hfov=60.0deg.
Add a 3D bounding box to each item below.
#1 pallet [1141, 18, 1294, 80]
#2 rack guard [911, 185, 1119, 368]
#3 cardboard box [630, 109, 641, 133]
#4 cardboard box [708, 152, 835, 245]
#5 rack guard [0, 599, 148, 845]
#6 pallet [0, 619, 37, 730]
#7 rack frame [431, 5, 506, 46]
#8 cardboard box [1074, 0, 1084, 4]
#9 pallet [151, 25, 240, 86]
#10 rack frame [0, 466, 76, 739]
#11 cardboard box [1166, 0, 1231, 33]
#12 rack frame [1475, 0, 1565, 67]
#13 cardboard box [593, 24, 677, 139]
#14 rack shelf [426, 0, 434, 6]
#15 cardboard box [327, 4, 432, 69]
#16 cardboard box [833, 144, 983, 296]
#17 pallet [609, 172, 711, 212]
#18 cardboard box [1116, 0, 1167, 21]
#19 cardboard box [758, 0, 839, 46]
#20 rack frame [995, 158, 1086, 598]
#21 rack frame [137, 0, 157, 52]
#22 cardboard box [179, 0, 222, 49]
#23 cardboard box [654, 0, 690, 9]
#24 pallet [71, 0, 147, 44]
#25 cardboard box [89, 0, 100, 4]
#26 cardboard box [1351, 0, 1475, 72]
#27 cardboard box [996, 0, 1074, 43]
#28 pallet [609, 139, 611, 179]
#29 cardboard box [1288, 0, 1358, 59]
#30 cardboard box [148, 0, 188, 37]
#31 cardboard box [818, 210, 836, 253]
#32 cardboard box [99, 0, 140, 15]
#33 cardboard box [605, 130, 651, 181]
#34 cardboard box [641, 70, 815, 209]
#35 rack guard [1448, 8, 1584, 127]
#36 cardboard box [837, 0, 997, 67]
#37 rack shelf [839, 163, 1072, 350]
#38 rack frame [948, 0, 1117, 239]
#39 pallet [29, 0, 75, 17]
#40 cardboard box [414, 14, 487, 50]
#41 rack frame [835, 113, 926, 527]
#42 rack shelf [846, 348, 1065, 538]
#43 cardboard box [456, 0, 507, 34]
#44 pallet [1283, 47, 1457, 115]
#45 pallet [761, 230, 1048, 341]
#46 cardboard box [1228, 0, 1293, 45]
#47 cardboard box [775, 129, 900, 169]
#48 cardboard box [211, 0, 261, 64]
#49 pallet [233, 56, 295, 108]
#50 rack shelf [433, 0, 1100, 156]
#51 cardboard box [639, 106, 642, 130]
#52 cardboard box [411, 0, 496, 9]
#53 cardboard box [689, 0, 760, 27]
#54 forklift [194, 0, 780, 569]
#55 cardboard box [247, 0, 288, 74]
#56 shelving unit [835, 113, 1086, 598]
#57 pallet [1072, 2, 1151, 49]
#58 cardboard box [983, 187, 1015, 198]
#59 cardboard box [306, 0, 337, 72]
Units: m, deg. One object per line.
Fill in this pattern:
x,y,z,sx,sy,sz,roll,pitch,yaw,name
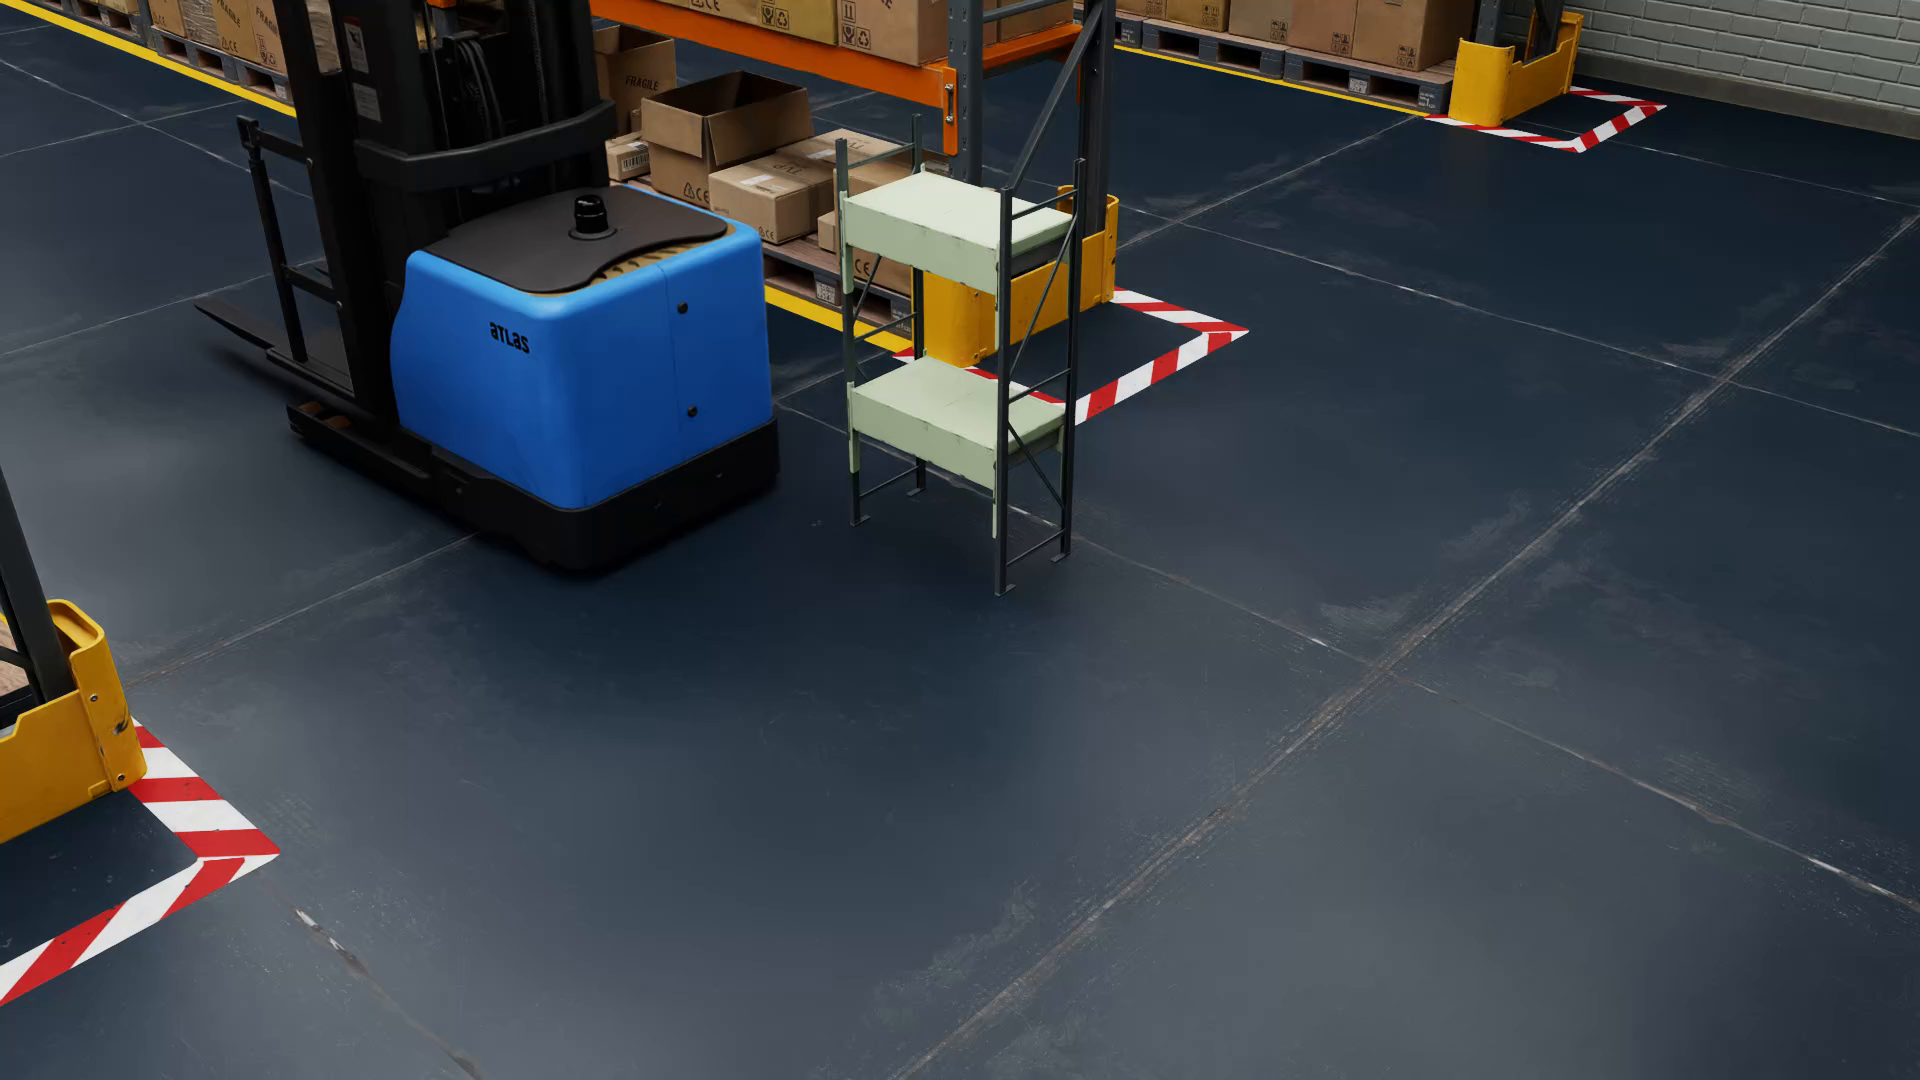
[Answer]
2.103,-3.676,12.152,1.213,0.211,1.003,25,39,35,pallet
0.271,-1.262,7.861,0.348,0.500,1.175,25,39,35,rack guard
-1.707,-2.462,9.770,0.250,0.149,0.380,25,39,35,cardboard box
-0.926,-1.751,8.490,0.500,0.250,0.500,25,39,35,cardboard box
-2.973,0.661,4.668,0.348,0.500,1.175,25,39,35,rack guard
-3.585,0.481,5.247,1.213,0.211,1.003,25,39,35,pallet
-2.639,-3.691,9.473,0.127,3.000,1.000,25,39,35,rack frame
1.168,-4.397,12.663,0.500,0.500,0.700,26,39,36,cardboard box
-5.076,-3.608,12.038,1.213,0.211,1.003,25,39,35,pallet
-2.999,-0.414,4.029,0.127,3.000,1.000,25,39,35,rack frame
1.918,-4.044,12.075,0.500,0.500,0.700,26,40,36,cardboard box
3.648,-4.202,10.322,0.127,3.000,1.000,25,39,35,rack frame
-2.026,-2.720,9.856,0.500,0.500,0.500,25,39,35,cardboard box
-4.121,-4.075,10.808,4.000,0.370,1.077,25,39,35,rack shelf
-3.558,-3.044,10.395,0.500,0.500,0.500,25,39,35,cardboard box
-0.241,-1.518,7.860,0.500,0.500,0.500,25,39,35,cardboard box
-1.221,-1.836,9.095,1.213,0.211,1.003,25,39,35,pallet
1.539,-4.222,12.372,0.500,0.500,0.700,25,39,35,cardboard box
-0.575,-2.578,7.528,0.500,0.500,0.500,25,39,35,cardboard box
0.266,-0.518,5.657,0.023,1.500,0.400,25,39,35,rack frame
-5.604,-5.075,11.772,0.127,3.000,1.000,25,39,35,rack frame
-5.067,-3.747,11.563,0.500,0.500,0.500,23,38,33,cardboard box
-1.314,-2.928,8.108,0.500,0.500,0.500,24,39,34,cardboard box
-6.188,-4.180,12.989,1.213,0.211,1.003,25,39,35,pallet
-6.543,-4.343,12.815,0.500,0.250,0.500,25,39,35,cardboard box
3.062,-3.515,11.197,0.500,0.500,0.700,25,39,35,cardboard box
0.175,-2.604,7.570,0.500,0.500,0.500,26,40,36,cardboard box
-2.130,-2.258,9.796,1.213,0.211,1.003,25,39,35,pallet
2.691,-3.688,11.485,0.500,0.500,0.700,25,39,35,cardboard box
-5.459,-3.926,11.860,0.500,0.500,0.500,27,40,37,cardboard box
-0.481,-1.550,8.236,0.250,0.166,0.380,25,39,35,cardboard box
-6.158,-4.166,12.521,0.500,0.250,0.500,26,40,36,cardboard box
-1.824,-2.142,9.220,0.250,0.166,0.380,25,39,35,cardboard box
-1.242,-2.162,8.926,0.637,0.503,0.797,25,39,35,cardboard box
3.666,-3.123,10.953,0.348,0.500,1.175,25,39,35,rack guard
-0.188,-2.400,7.232,0.500,0.500,0.500,26,40,36,cardboard box
-0.005,-0.979,5.666,0.720,0.370,0.431,25,39,35,rack shelf
0.327,-2.306,7.173,0.127,3.000,1.000,25,39,35,rack frame
-7.089,-4.603,13.691,1.213,0.211,1.003,25,39,35,pallet
-3.197,-2.870,10.105,0.500,0.500,0.500,25,39,35,cardboard box
-0.276,-0.772,6.077,0.023,1.500,0.400,25,39,35,rack frame
-0.005,-0.366,6.035,0.720,0.370,0.431,25,39,35,rack shelf
-2.834,-3.069,10.437,0.500,0.500,0.500,23,38,33,cardboard box
3.003,-3.254,11.451,1.213,0.211,1.003,25,39,35,pallet
-0.321,-1.414,8.394,1.213,0.211,1.003,25,39,35,pallet
2.318,-3.862,11.773,0.500,0.500,0.700,24,38,34,cardboard box
-0.627,-1.960,8.836,0.500,0.250,0.500,25,39,35,cardboard box
-4.698,-3.571,11.271,0.500,0.500,0.500,24,39,34,cardboard box
-4.176,-3.185,11.337,1.213,0.211,1.003,25,39,35,pallet
-1.156,-2.690,8.508,4.000,0.370,1.077,25,39,35,rack shelf
-1.470,-2.379,9.474,0.500,0.311,0.500,25,39,35,cardboard box
-3.237,-3.249,10.736,0.500,0.500,0.500,26,39,36,cardboard box
-0.941,-2.753,7.818,0.500,0.500,0.500,25,39,35,cardboard box
-2.156,-1.781,6.367,3.031,2.935,1.130,24,38,34,forklift
-4.308,-3.393,10.974,0.500,0.500,0.500,24,38,34,cardboard box
-0.005,-0.645,5.867,0.755,1.500,0.431,25,39,35,shelving unit
1.194,-4.099,12.854,1.213,0.211,1.003,25,39,35,pallet
0.062,-1.644,8.393,0.250,0.166,0.380,25,39,35,cardboard box
-3.929,-3.218,10.684,0.500,0.500,0.500,26,39,36,cardboard box
